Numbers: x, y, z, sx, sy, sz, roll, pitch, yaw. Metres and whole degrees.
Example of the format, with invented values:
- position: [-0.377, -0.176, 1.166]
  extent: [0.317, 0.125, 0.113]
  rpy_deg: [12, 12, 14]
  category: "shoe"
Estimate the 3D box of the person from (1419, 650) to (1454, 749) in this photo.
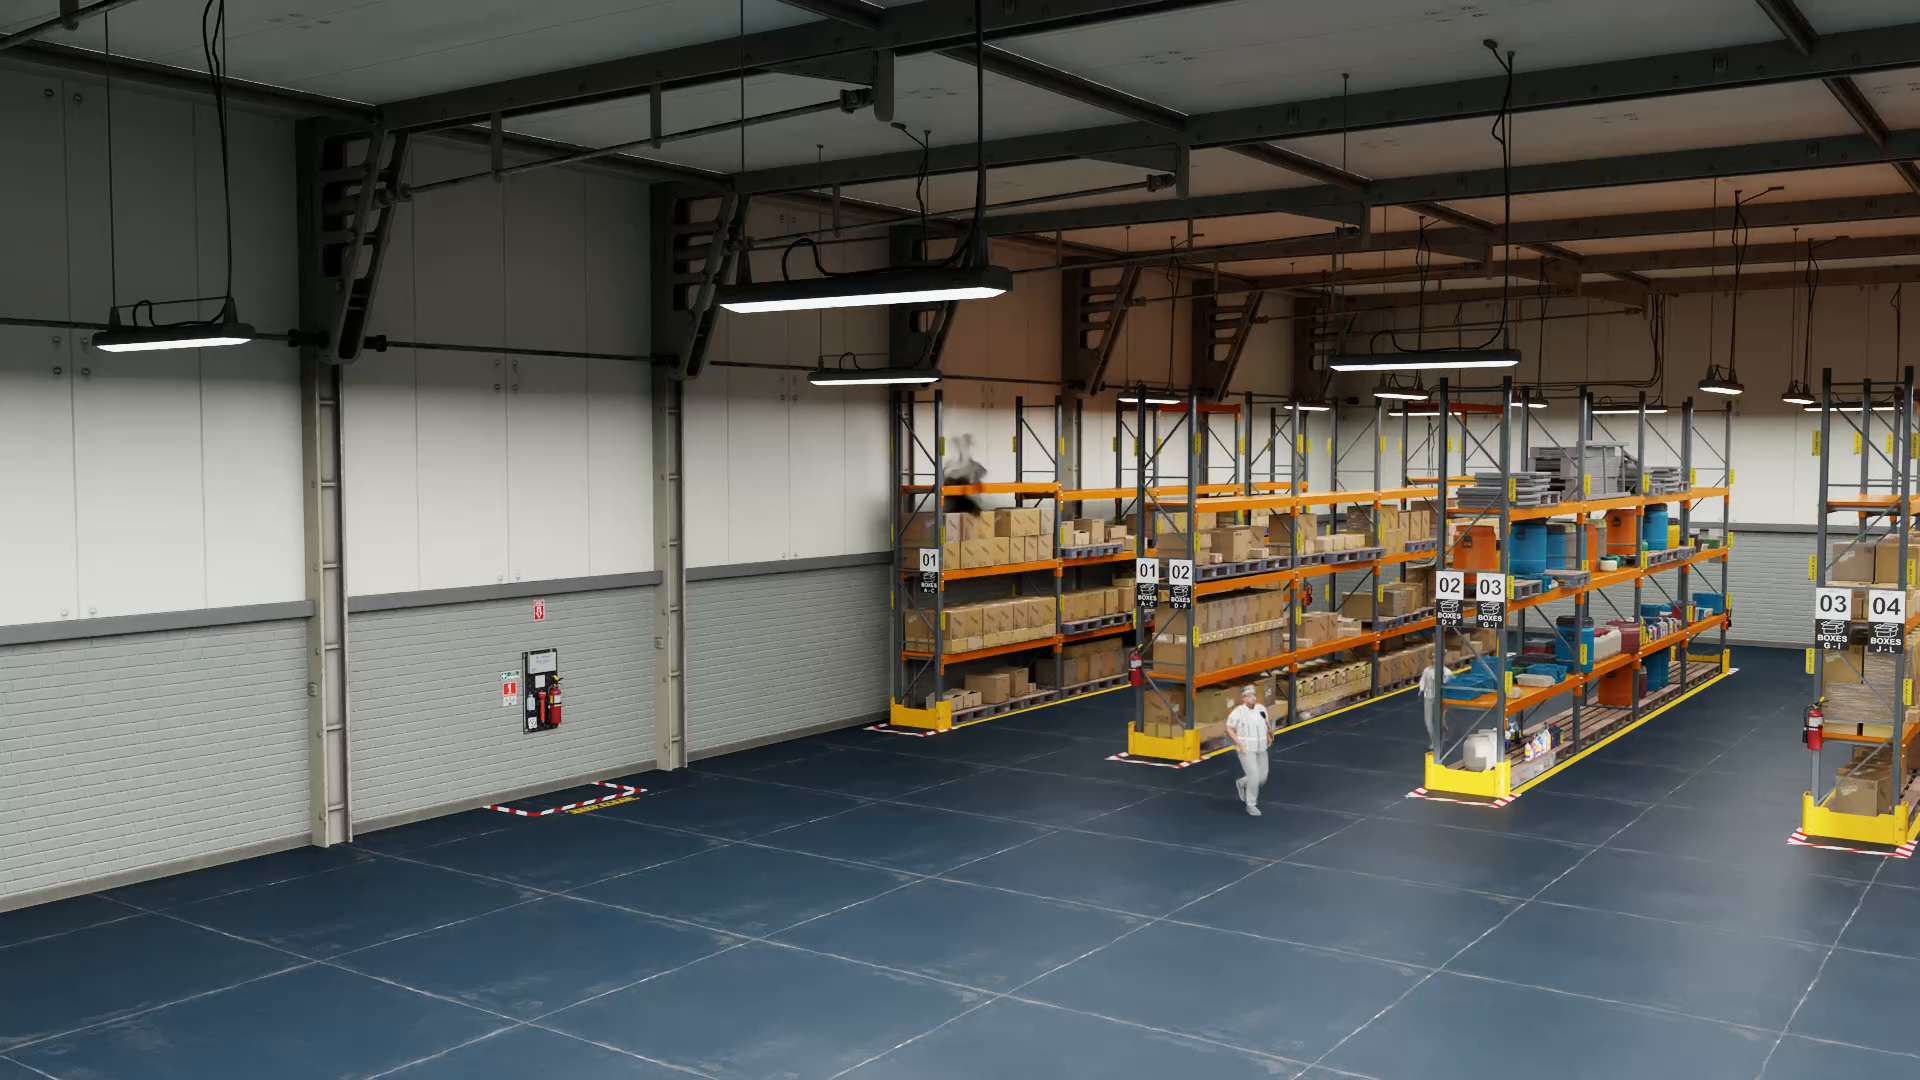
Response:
- position: [7.857, 2.628, 27.492]
  extent: [0.612, 1.648, 0.571]
  rpy_deg: [2, 4, 35]
  category: "person"

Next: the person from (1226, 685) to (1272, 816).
- position: [3.966, 2.853, 22.816]
  extent: [0.644, 1.768, 0.658]
  rpy_deg: [-1, 3, -21]
  category: "person"
